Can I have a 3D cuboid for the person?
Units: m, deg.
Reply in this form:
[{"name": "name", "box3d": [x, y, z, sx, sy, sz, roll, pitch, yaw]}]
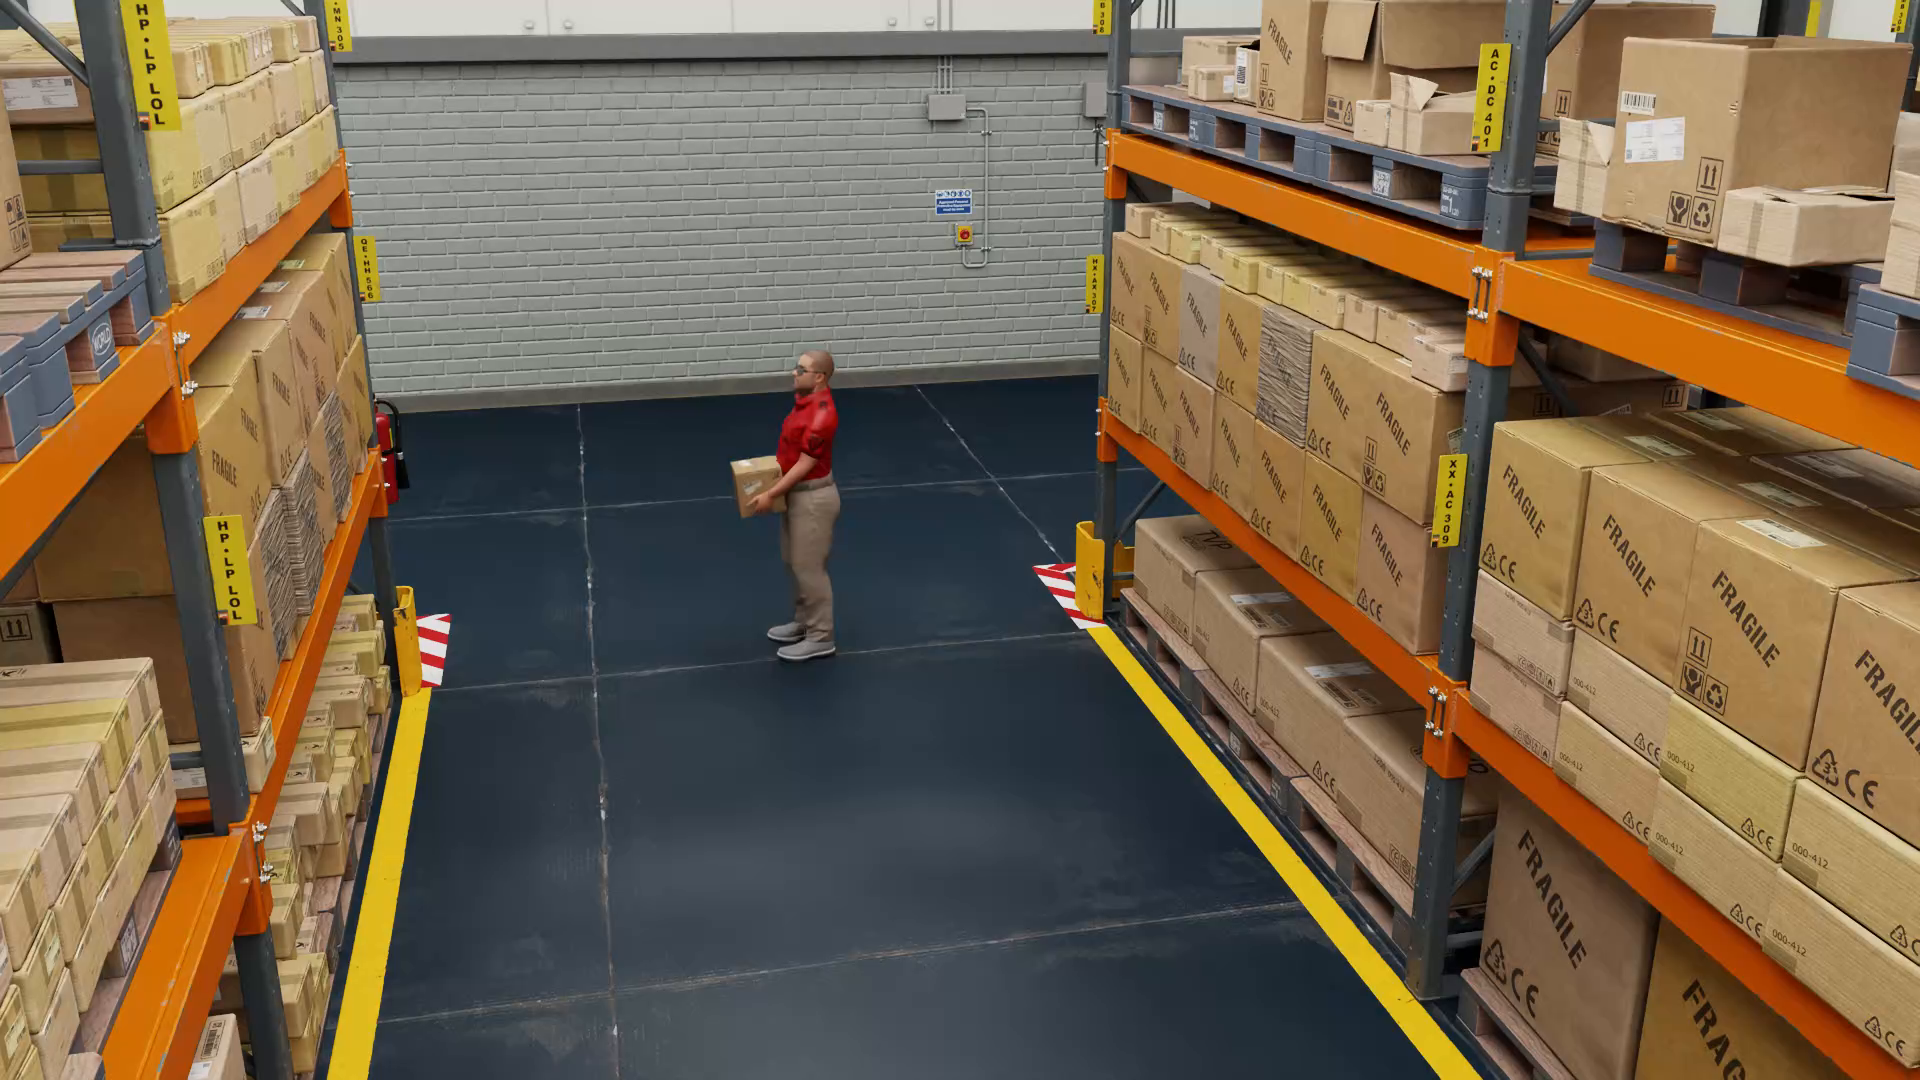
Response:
[{"name": "person", "box3d": [-0.921, -0.195, 9.145, 0.525, 1.725, 0.503, -5, 20, -13]}]
